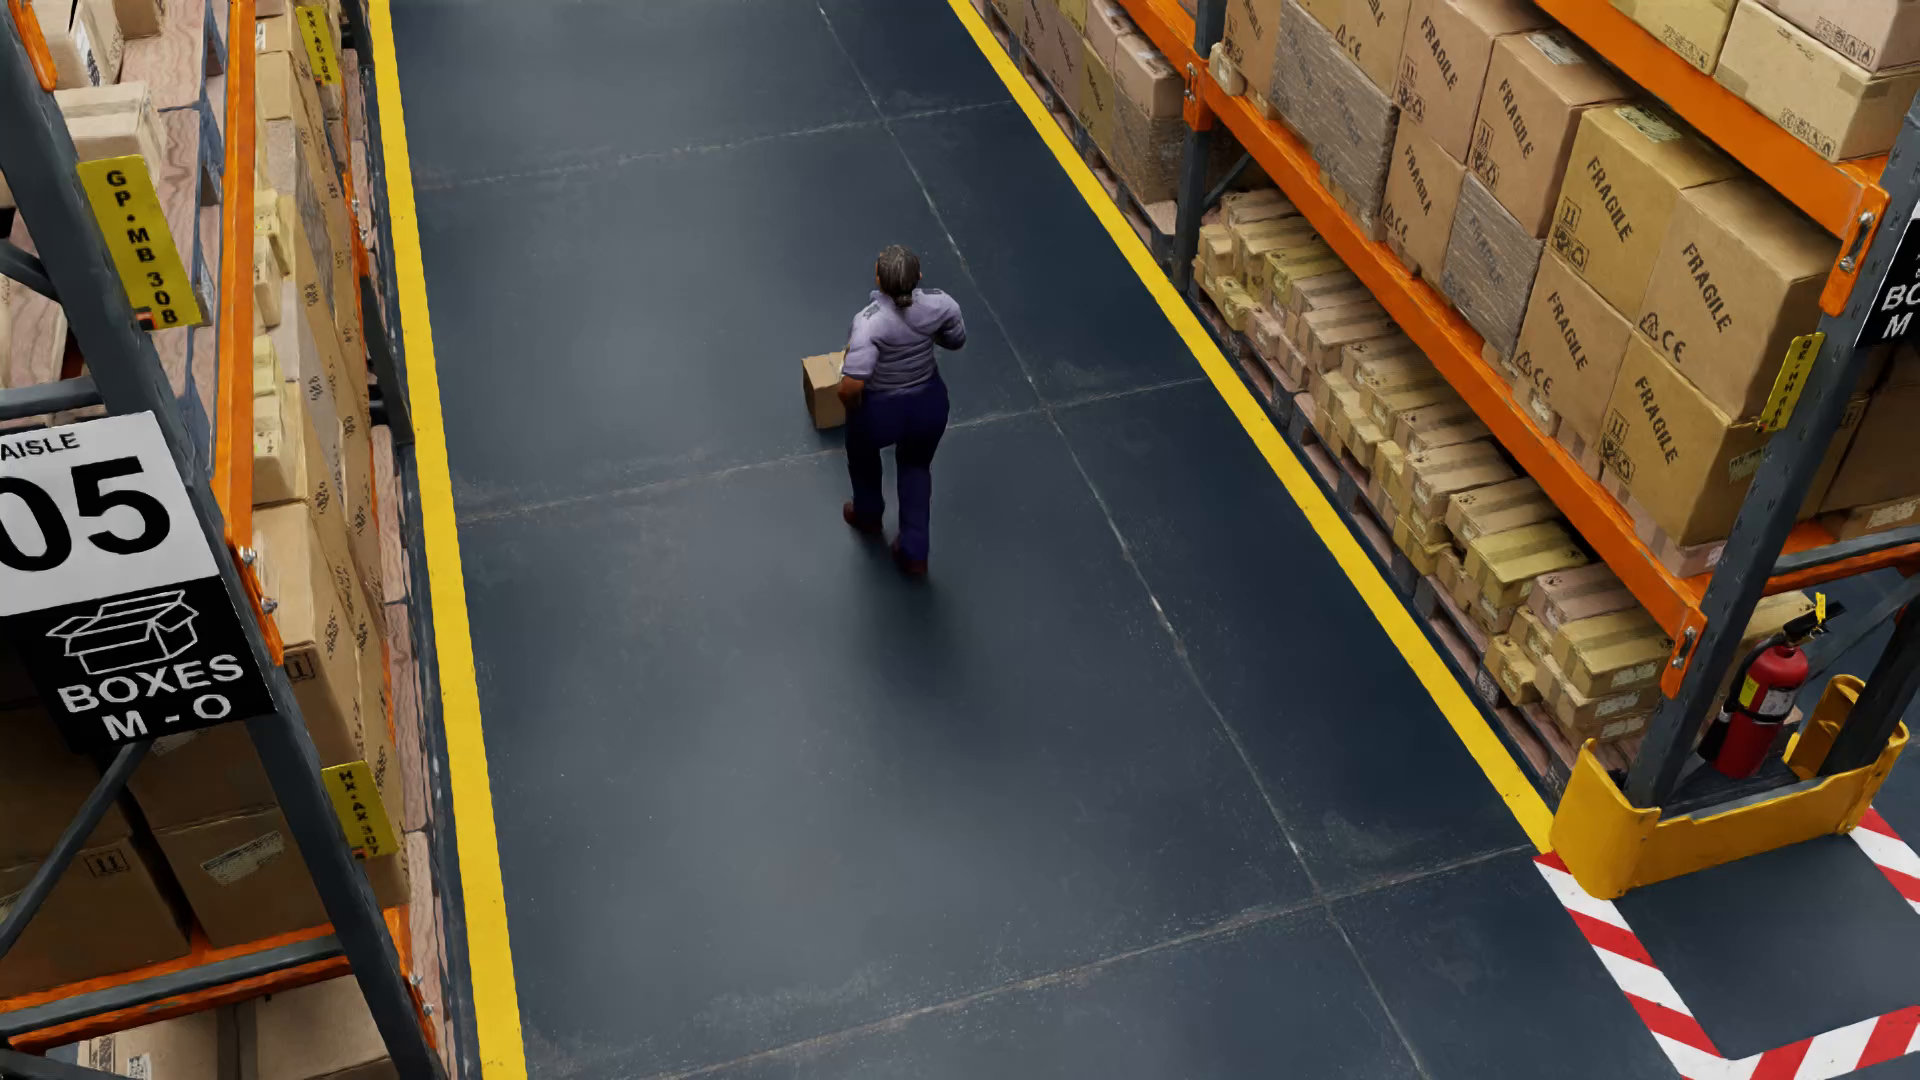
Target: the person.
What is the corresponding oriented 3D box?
[{"bbox_3d":[-0.260,-0.560,6.816,0.560,1.646,0.709,-11,44,-12],"label":"person"}]
